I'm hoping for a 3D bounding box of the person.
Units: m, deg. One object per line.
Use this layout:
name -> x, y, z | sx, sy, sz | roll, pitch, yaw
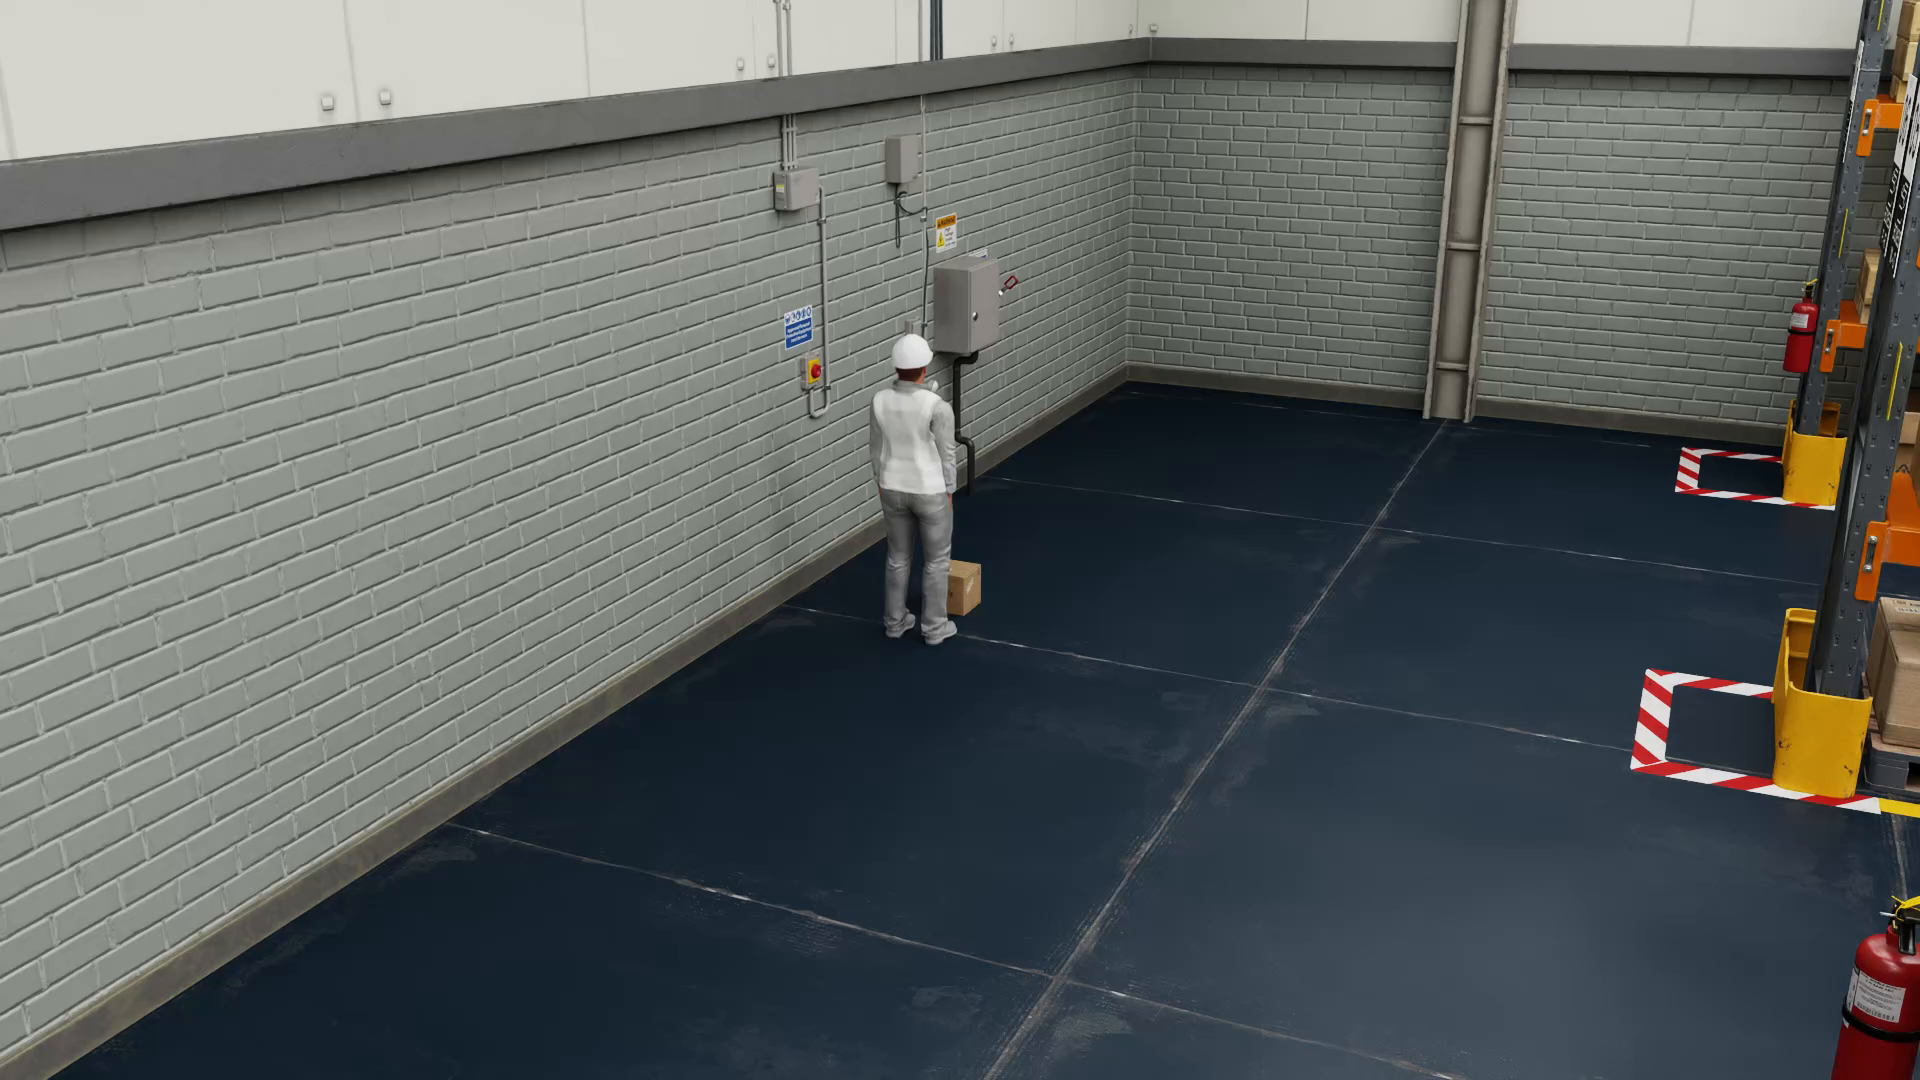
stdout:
person -> -0.254, -0.291, 9.383 | 0.531, 1.769, 0.359 | 9, 21, 24
